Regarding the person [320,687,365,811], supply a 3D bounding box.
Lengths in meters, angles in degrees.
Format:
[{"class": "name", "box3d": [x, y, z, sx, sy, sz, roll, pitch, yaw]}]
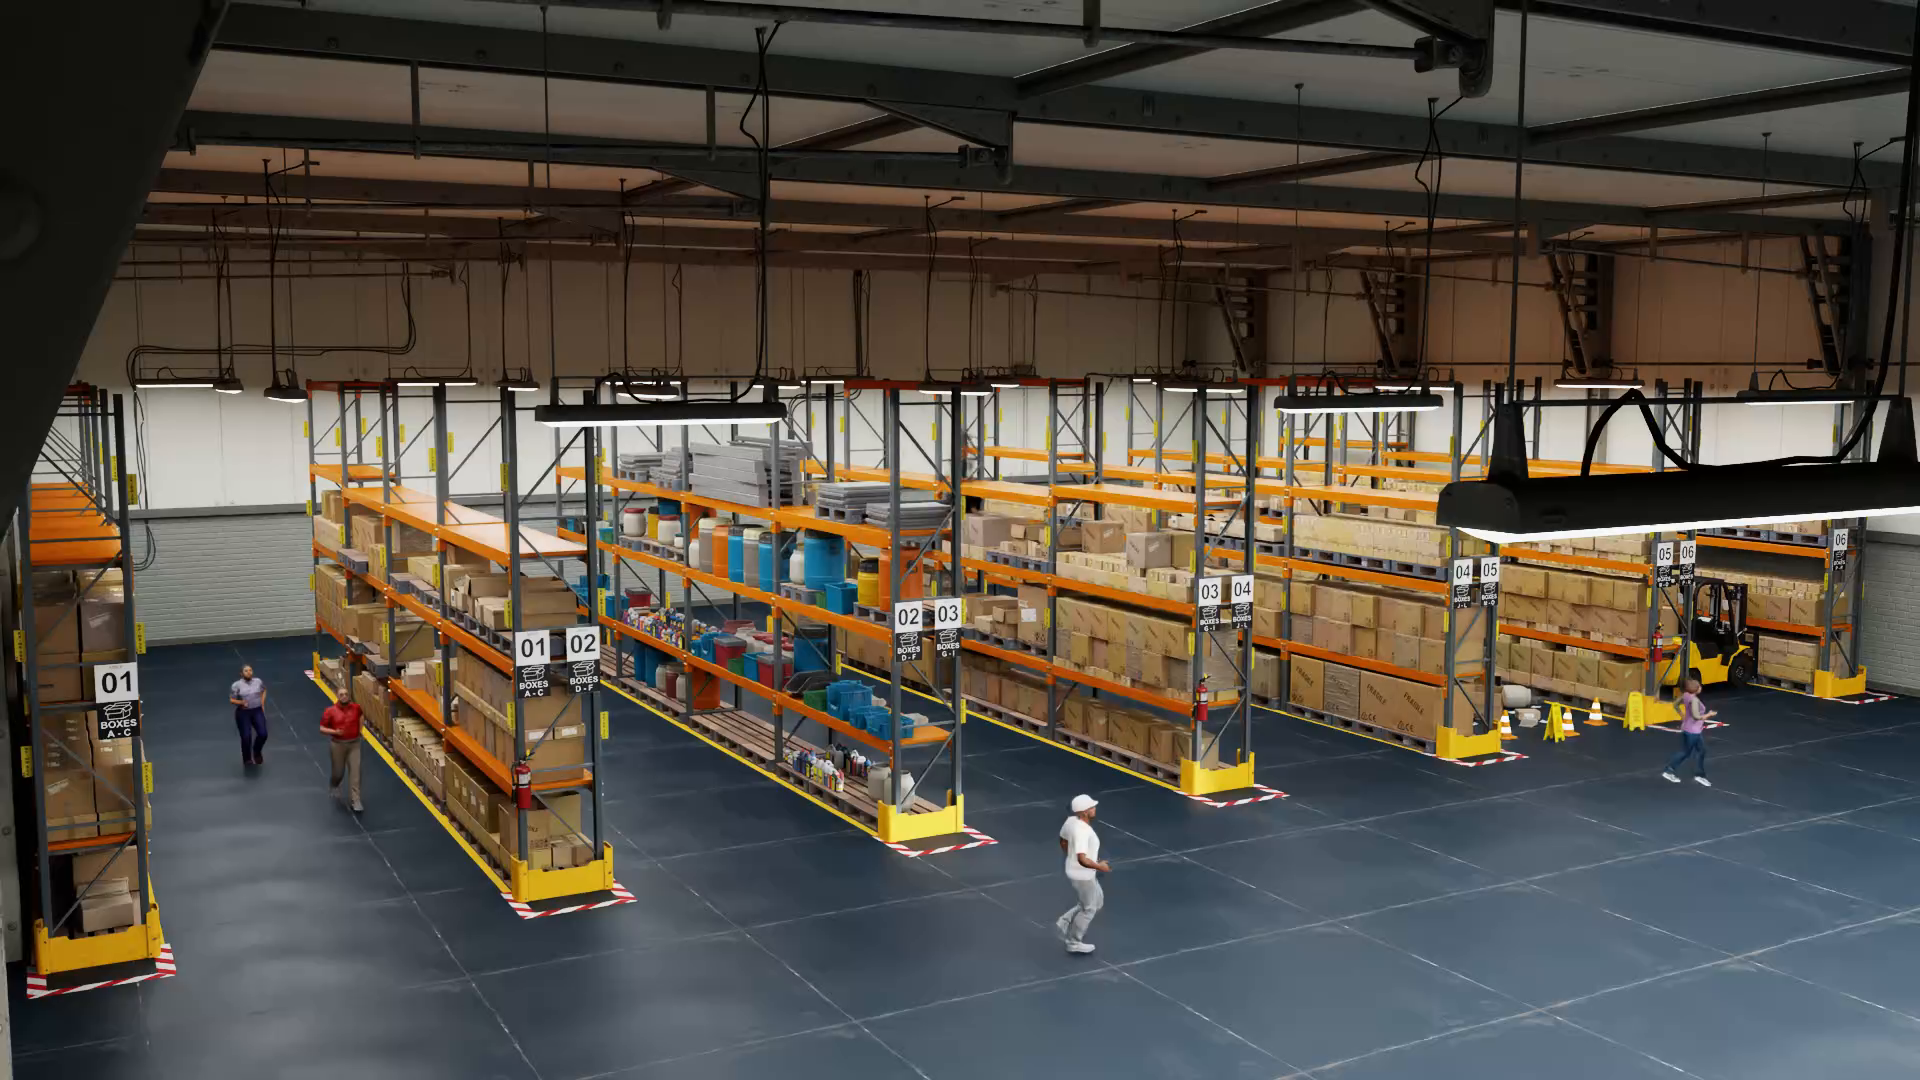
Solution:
[{"class": "person", "box3d": [-8.727, 2.934, 23.610, 0.665, 1.699, 1.010, -4, 7, -35]}]

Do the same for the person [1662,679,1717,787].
[{"class": "person", "box3d": [10.897, 2.892, 24.843, 0.719, 1.621, 0.524, 2, 6, 16]}]

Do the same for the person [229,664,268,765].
[{"class": "person", "box3d": [-11.110, 2.755, 26.072, 0.591, 1.618, 0.576, -5, 8, -37]}]

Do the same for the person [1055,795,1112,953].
[{"class": "person", "box3d": [1.325, 3.576, 17.814, 0.570, 1.724, 0.704, 0, 6, -4]}]
